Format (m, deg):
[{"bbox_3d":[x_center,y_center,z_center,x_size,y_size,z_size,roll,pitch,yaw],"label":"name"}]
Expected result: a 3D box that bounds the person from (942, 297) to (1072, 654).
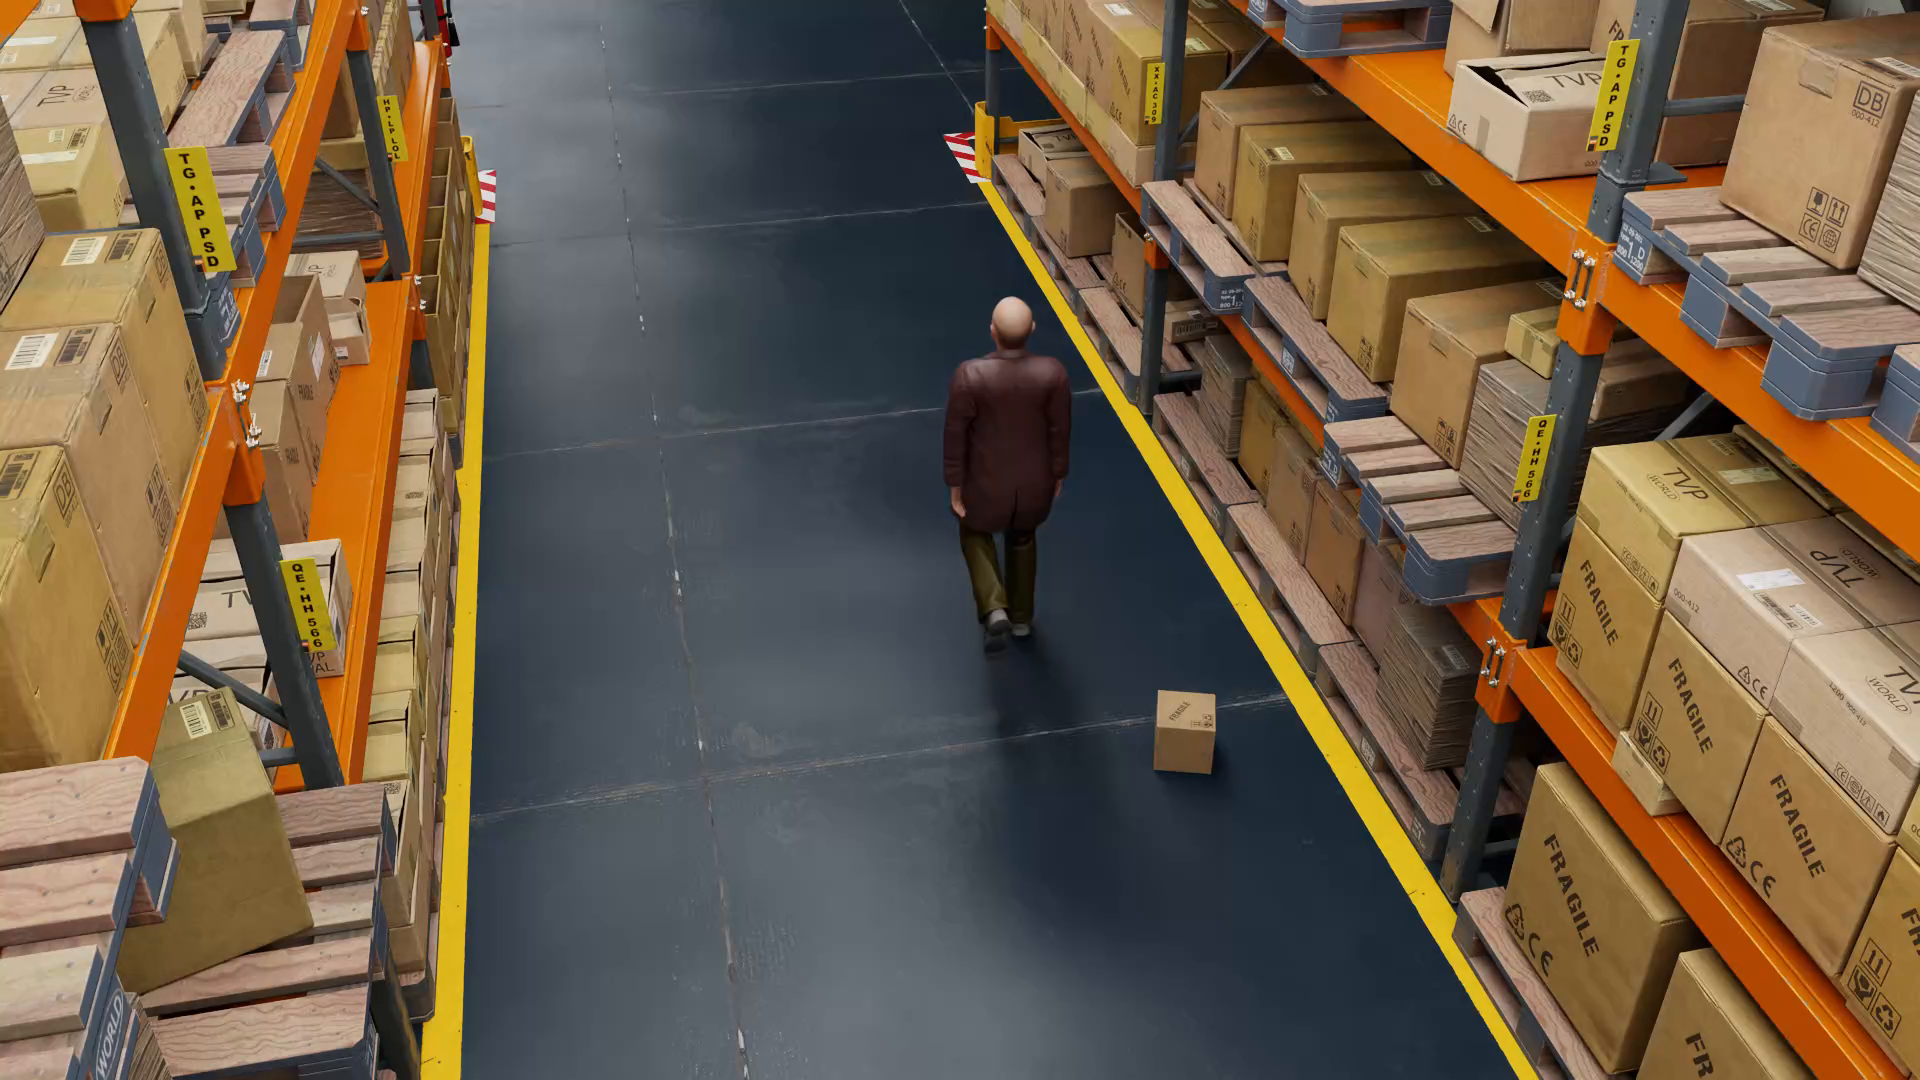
[{"bbox_3d":[0.214,-0.269,7.516,0.586,1.764,0.677,-5,34,-7],"label":"person"}]
